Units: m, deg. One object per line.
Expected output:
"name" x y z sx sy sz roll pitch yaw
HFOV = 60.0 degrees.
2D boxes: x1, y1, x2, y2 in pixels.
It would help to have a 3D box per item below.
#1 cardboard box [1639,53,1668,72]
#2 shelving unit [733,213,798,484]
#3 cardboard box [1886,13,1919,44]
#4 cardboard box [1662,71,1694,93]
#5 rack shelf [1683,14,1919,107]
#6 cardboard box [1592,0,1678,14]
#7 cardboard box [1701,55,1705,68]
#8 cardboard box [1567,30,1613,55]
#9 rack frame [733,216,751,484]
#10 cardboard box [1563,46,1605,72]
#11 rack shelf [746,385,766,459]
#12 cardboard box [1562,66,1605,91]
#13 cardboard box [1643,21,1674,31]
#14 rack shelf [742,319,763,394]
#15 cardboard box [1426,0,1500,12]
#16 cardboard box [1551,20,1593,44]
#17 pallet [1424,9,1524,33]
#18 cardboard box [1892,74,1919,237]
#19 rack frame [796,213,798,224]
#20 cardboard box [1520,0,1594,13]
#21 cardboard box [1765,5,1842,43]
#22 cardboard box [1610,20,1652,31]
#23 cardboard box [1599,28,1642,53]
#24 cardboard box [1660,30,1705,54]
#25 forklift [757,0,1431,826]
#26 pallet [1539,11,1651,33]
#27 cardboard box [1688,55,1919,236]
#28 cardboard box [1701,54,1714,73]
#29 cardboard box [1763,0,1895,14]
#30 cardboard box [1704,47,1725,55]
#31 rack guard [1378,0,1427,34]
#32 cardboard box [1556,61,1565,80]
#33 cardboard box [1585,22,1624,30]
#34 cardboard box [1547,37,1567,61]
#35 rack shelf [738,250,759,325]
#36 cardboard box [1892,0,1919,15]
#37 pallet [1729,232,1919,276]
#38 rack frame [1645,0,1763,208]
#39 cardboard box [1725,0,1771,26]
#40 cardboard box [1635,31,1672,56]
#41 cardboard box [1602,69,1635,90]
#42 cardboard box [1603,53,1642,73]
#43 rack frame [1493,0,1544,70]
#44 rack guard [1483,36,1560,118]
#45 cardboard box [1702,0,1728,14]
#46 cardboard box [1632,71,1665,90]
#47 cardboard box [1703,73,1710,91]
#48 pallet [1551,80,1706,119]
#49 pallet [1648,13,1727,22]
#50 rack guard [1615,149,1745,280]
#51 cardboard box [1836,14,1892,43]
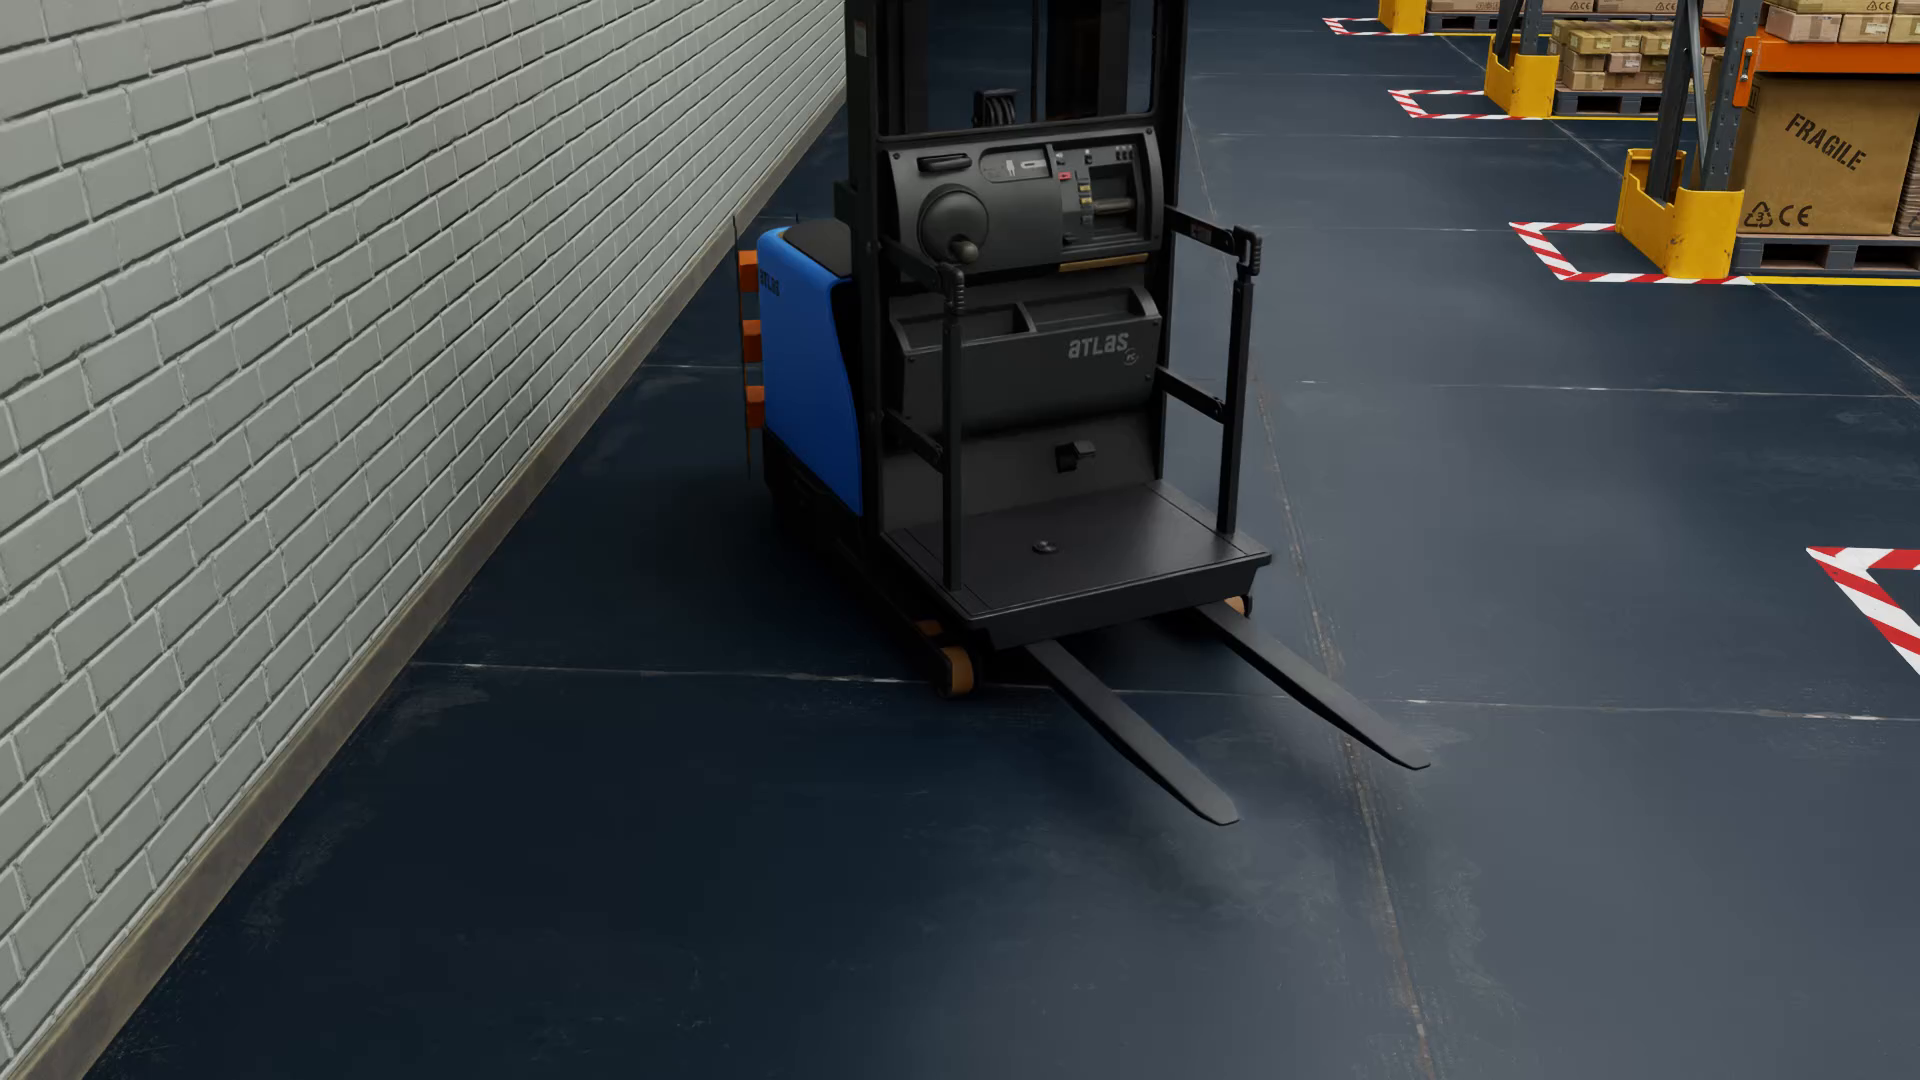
"cardboard box" 5.791 -4.060 14.038 0.250 0.149 0.380 2 25 5
"shelving unit" -0.746 -0.755 6.634 0.252 1.050 0.215 -4 25 -8
"cardboard box" 5.128 -2.814 9.077 0.250 0.149 0.380 1 25 3
"cardboard box" 6.028 -3.869 13.977 0.250 0.149 0.380 2 25 5
"rack shelf" 6.282 -2.702 9.394 4.000 0.370 1.077 2 25 4
"cardboard box" 7.524 -6.215 18.731 0.875 0.438 0.875 1 25 2
"cardboard box" 6.038 -4.007 13.922 0.250 0.149 0.380 3 25 6
"cardboard box" 5.265 -4.164 13.907 0.250 0.149 0.380 1 25 2
"rack frame" -0.866 -0.747 6.617 0.008 1.050 0.200 -4 25 -8
"cardboard box" 5.271 -4.064 14.045 0.250 0.149 0.380 3 25 6
"rack shelf" -0.746 -0.493 6.755 0.240 0.259 0.215 -4 25 -8
"cardboard box" 5.266 -3.902 14.050 0.250 0.149 0.380 2 25 5
"cardboard box" 6.083 -4.389 14.396 0.250 0.149 0.380 1 25 2
"rack shelf" -0.746 -0.745 6.638 0.240 0.259 0.215 -4 25 -8
"cardboard box" 5.712 -6.270 18.851 0.875 0.438 0.875 1 25 2
"cardboard box" 5.316 -4.411 14.444 0.250 0.149 0.380 2 25 5
"pallet" 5.850 -5.963 18.957 1.213 0.211 1.003 2 25 4
"cardboard box" 5.840 -2.302 9.703 0.875 0.875 0.875 2 25 4
"rack frame" -0.625 -0.763 6.651 0.008 1.050 0.200 -4 25 -8
"cardboard box" 6.626 -6.244 18.795 0.875 0.438 0.875 2 25 5
"cardboard box" 4.617 -2.829 9.111 0.250 0.149 0.380 2 25 5
"cardboard box" 5.830 -4.424 14.472 0.250 0.149 0.380 1 25 3
"cardboard box" 5.549 -4.205 13.997 0.250 0.149 0.380 2 25 5
"cardboard box" 6.044 -4.170 13.921 0.250 0.149 0.380 1 25 1
"forklift" 0.310 -1.047 5.018 1.130 2.935 3.031 -11 27 -23
"pallet" 7.063 -5.923 18.869 1.213 0.211 1.003 2 25 4
"cardboard box" 4.932 -2.331 9.767 0.875 0.875 0.875 2 25 4
"cardboard box" 6.310 -4.038 13.989 0.250 0.149 0.380 1 25 1
"cardboard box" 4.746 -3.032 9.073 0.500 0.250 0.500 1 25 3
"cardboard box" 6.320 -4.158 13.894 0.250 0.149 0.380 3 25 6
"rack guard" 5.023 -6.088 18.883 0.348 0.500 1.175 2 25 4
"cardboard box" 5.309 -4.122 14.528 0.250 0.149 0.380 2 25 5
"cardboard box" 5.562 -4.379 14.375 0.250 0.149 0.380 2 25 5
"cardboard box" 5.317 -4.289 14.536 0.250 0.149 0.380 1 25 3
"rack shelf" -0.746 -1.003 6.520 0.240 0.259 0.215 -4 25 -8
"cardboard box" 5.265 -3.018 9.043 0.500 0.250 0.500 2 25 3
"pallet" 5.091 -1.833 9.980 1.213 0.211 1.003 2 25 4
"rack frame" 4.288 -3.092 9.382 0.127 3.000 1.000 2 25 4
"cardboard box" 4.668 -3.104 9.708 0.250 0.149 0.380 2 25 5
"cardboard box" 5.790 -4.144 13.864 0.250 0.149 0.380 2 25 4
"cardboard box" 5.534 -3.928 14.106 0.250 0.149 0.380 2 25 4
"cardboard box" 5.540 -4.031 13.975 0.250 0.149 0.380 2 25 4
"rack frame" 4.768 -5.156 13.868 0.127 3.000 1.000 2 25 4
"rack guard" 4.844 -4.018 14.385 0.348 0.500 1.175 2 25 4
"cardboard box" 8.417 -6.186 18.669 0.875 0.438 0.875 1 25 3
"cardboard box" 5.782 -3.923 14.095 0.250 0.149 0.380 2 25 5
"cardboard box" 6.290 -3.900 14.046 0.250 0.149 0.380 2 25 4
"pallet" 5.652 -3.847 14.357 1.213 0.211 1.003 2 25 4
"pallet" 8.283 -5.885 18.787 1.213 0.211 1.003 2 25 4
"rack guard" 4.264 -1.958 9.906 0.348 0.500 1.175 2 25 4
"cardboard box" 4.873 -2.822 9.095 0.250 0.149 0.380 1 25 3
